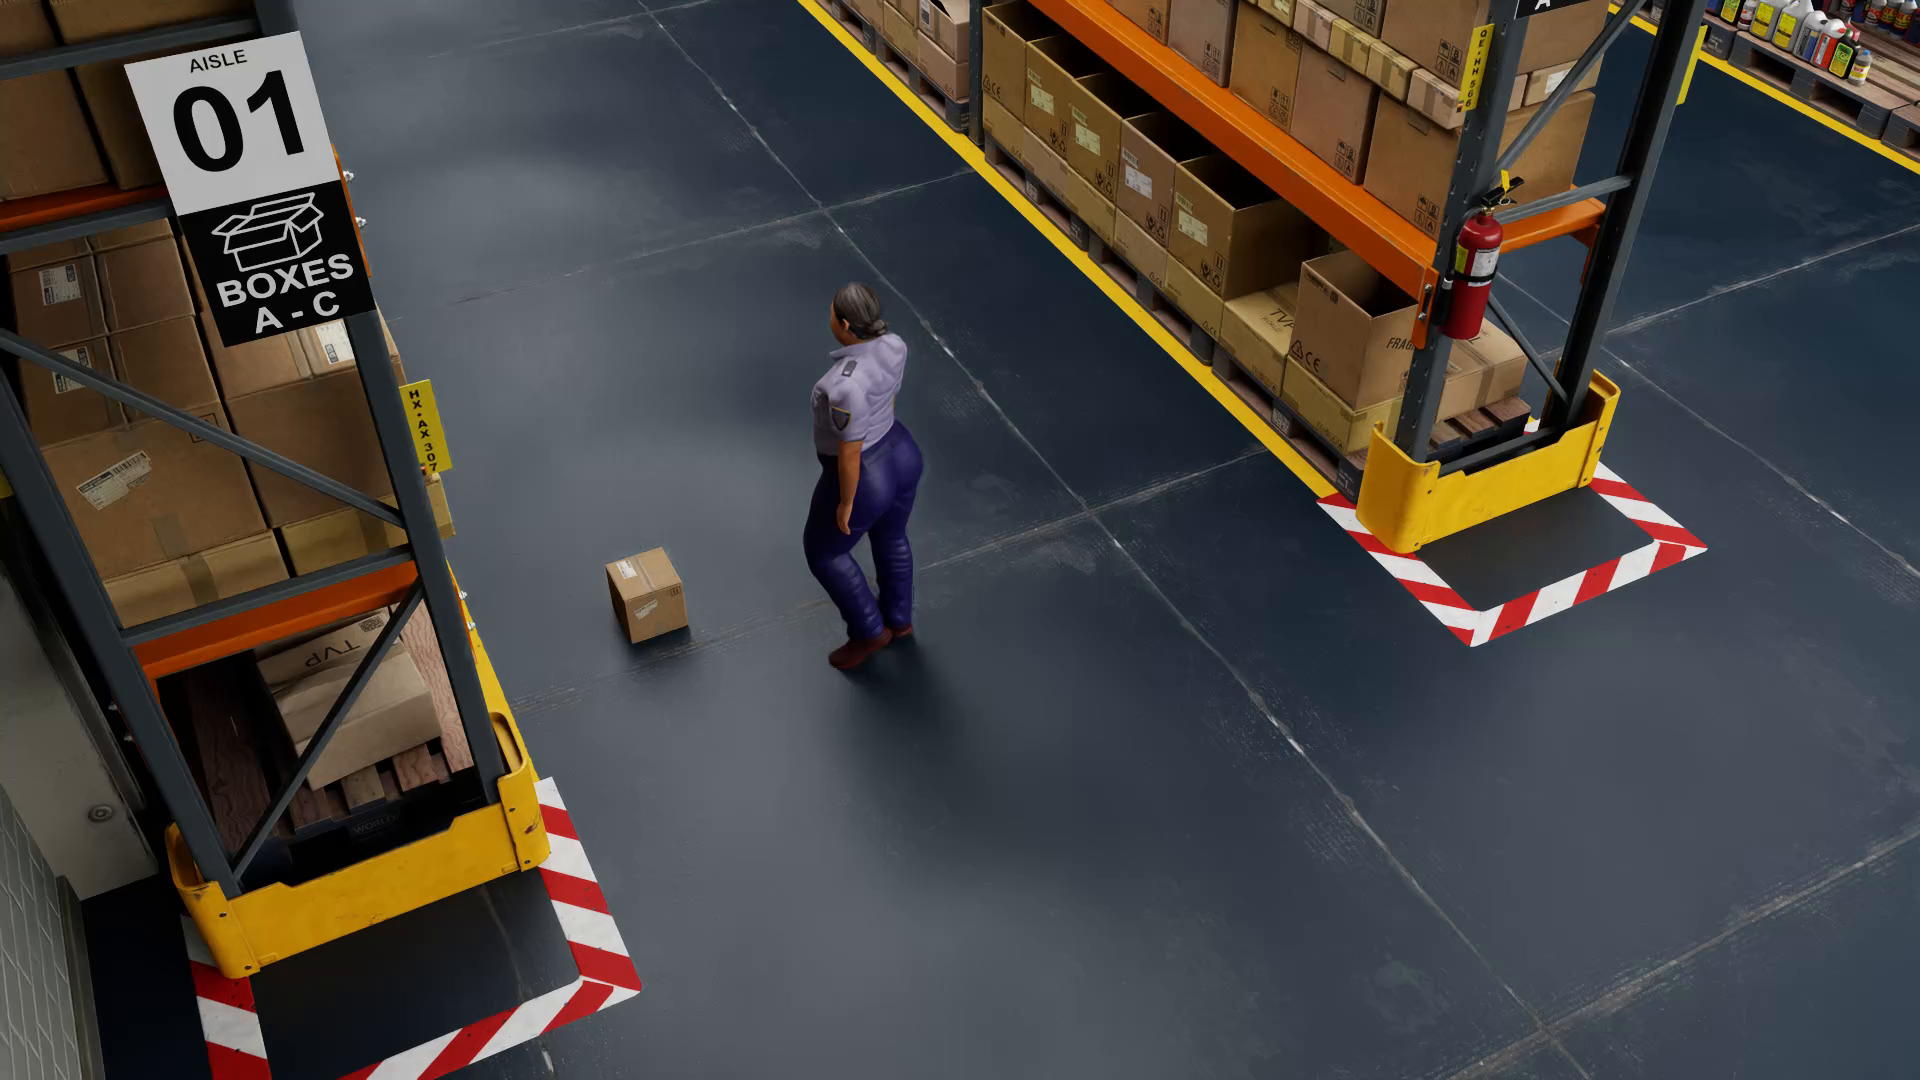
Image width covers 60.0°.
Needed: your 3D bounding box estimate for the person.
[{"bbox_3d":[-0.370,-0.234,6.439,0.370,1.685,0.524,23,46,24],"label":"person"}]
